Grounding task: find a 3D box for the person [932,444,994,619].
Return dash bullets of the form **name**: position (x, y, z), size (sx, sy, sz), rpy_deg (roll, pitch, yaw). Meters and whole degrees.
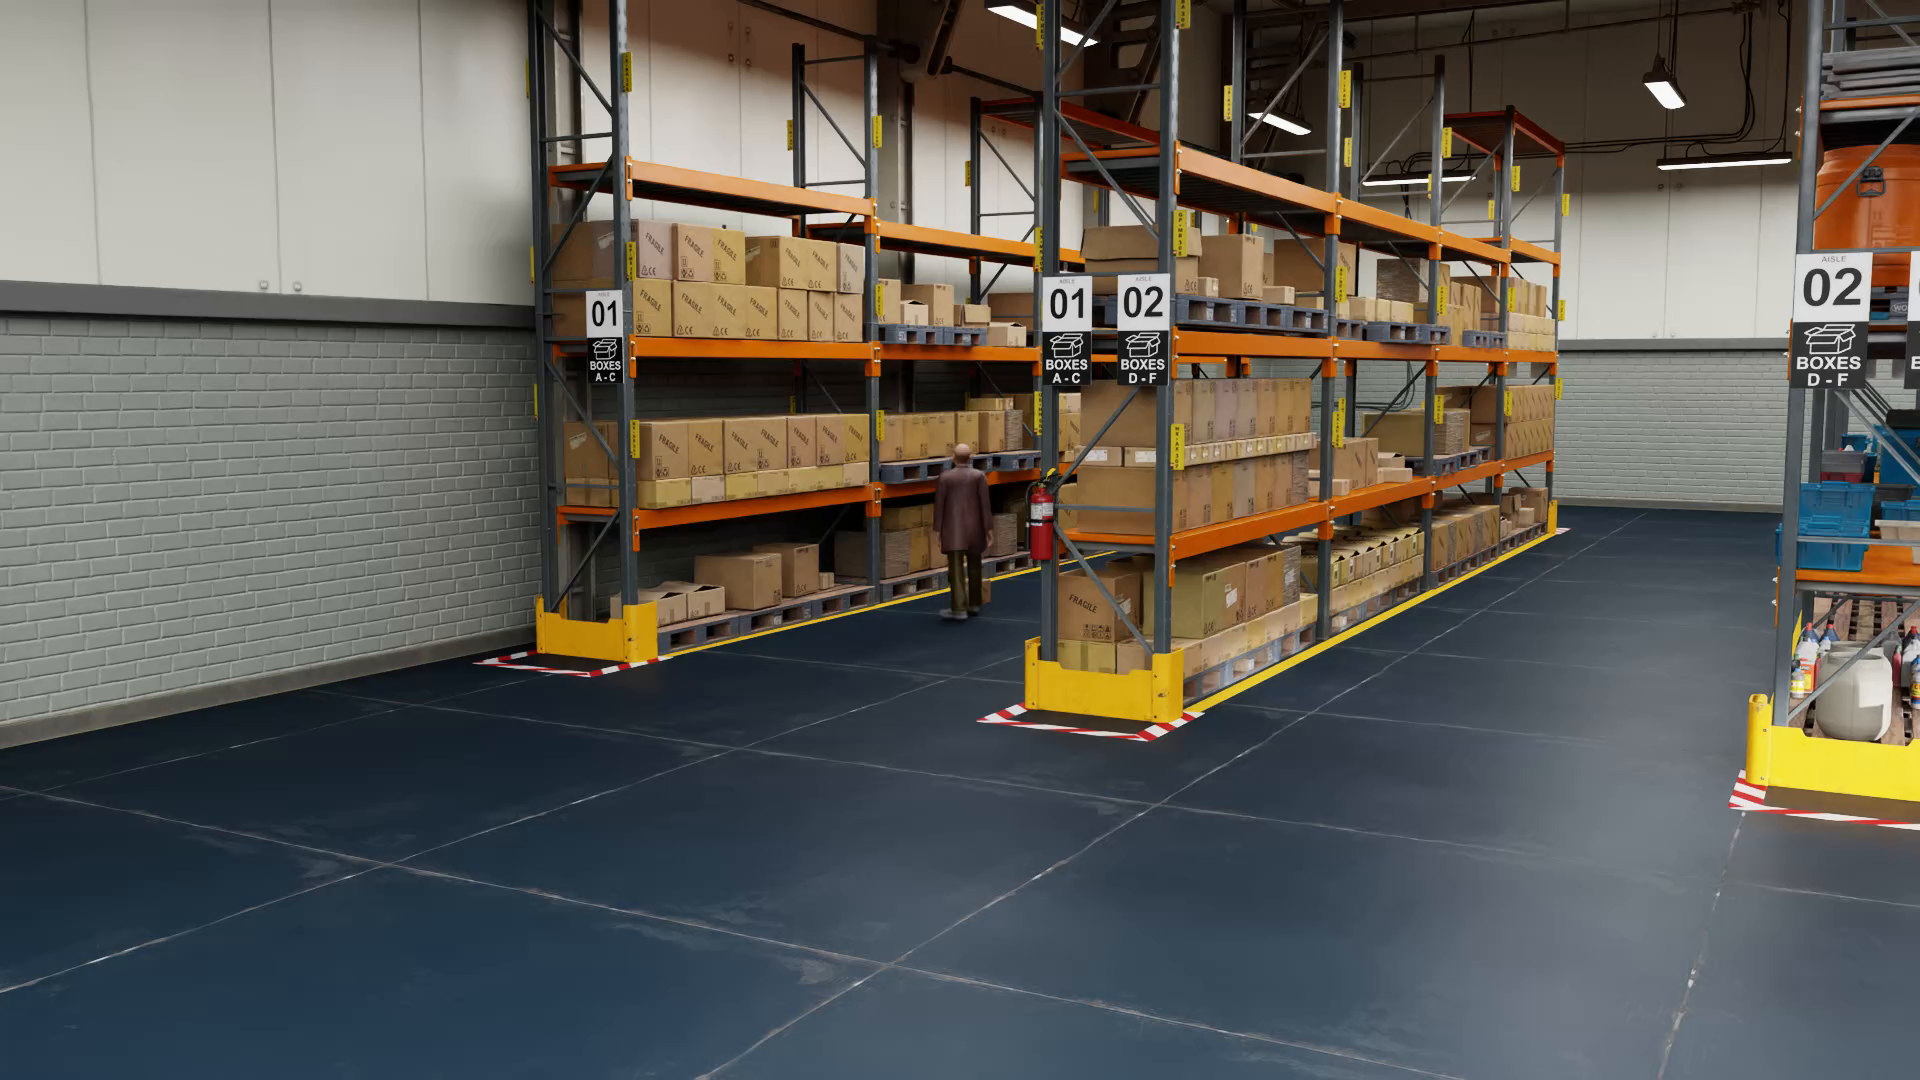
- **person**: position (0.011, -0.112, 17.036), size (0.616, 1.754, 0.857), rpy_deg (-1, 6, -11)
